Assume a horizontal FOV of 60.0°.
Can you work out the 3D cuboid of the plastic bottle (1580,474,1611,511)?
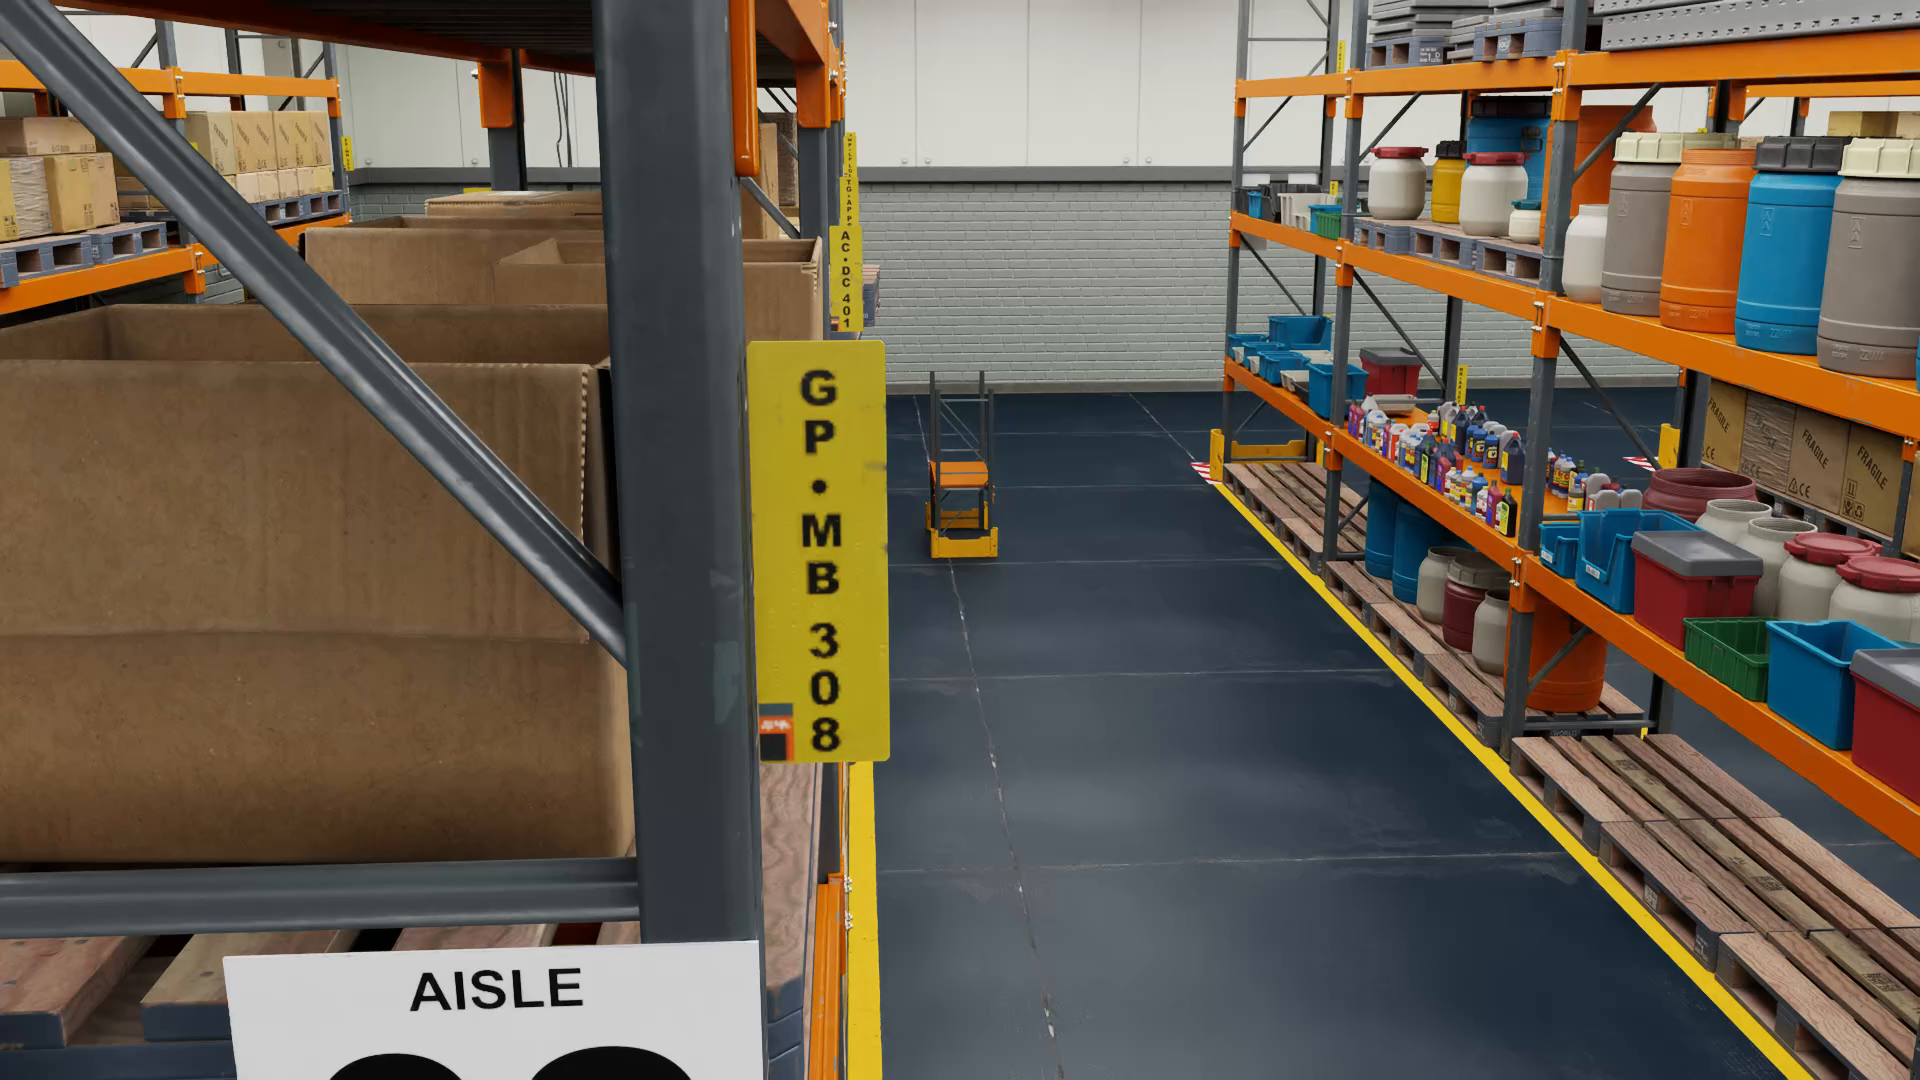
[{"bbox_3d":[4.057,-0.298,10.637,0.152,0.276,0.135,-1,14,-3],"label":"plastic bottle"}]

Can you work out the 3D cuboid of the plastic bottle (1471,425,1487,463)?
[{"bbox_3d":[3.828,-0.713,12.261,0.097,0.271,0.097,0,14,0],"label":"plastic bottle"}]

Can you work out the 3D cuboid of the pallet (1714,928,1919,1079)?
[{"bbox_3d":[3.950,2.020,6.974,1.003,0.211,1.213,-1,14,-3],"label":"pallet"}]

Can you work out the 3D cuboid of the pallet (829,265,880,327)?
[{"bbox_3d":[-1.023,-1.249,8.442,1.213,0.211,1.003,0,14,-1],"label":"pallet"}]

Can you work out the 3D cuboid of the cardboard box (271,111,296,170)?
[{"bbox_3d":[-6.215,-3.530,14.682,0.500,0.500,0.500,-2,15,-6],"label":"cardboard box"}]

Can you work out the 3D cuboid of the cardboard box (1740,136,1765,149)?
[{"bbox_3d":[8.323,-3.821,16.816,0.700,0.500,0.500,-2,15,-7],"label":"cardboard box"}]

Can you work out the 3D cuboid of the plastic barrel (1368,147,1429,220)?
[{"bbox_3d":[3.325,-2.712,12.636,0.433,0.535,0.433,0,14,0],"label":"plastic barrel"}]

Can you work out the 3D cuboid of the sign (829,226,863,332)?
[{"bbox_3d":[-0.352,-0.810,5.163,0.100,0.325,0.005,-1,14,-3],"label":"sign"}]

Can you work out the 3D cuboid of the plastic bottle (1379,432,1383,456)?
[{"bbox_3d":[3.205,-0.739,12.502,0.097,0.201,0.097,0,14,0],"label":"plastic bottle"}]

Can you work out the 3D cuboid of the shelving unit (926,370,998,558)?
[{"bbox_3d":[0.005,-0.707,14.989,0.587,1.500,1.083,-1,14,-3],"label":"shelving unit"}]

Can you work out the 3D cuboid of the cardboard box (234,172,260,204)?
[{"bbox_3d":[-6.143,-2.907,13.766,0.500,0.250,0.500,-1,14,-5],"label":"cardboard box"}]

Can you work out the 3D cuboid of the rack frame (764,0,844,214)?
[{"bbox_3d":[-1.402,-3.955,12.562,1.000,3.000,0.127,-1,14,-3],"label":"rack frame"}]

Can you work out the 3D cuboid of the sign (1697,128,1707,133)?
[{"bbox_3d":[7.683,-4.104,17.246,0.100,0.325,0.005,-1,14,-3],"label":"sign"}]

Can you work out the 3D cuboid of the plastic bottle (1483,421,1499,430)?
[{"bbox_3d":[3.943,-0.756,12.416,0.152,0.276,0.135,-1,14,-3],"label":"plastic bottle"}]

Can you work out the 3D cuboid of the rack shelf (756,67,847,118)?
[{"bbox_3d":[-1.278,-2.915,10.768,1.077,0.370,4.000,-1,14,-3],"label":"rack shelf"}]

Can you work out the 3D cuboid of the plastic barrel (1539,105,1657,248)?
[{"bbox_3d":[3.758,-2.136,9.806,0.600,0.830,0.708,-1,14,-3],"label":"plastic barrel"}]

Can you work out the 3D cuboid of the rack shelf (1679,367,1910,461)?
[{"bbox_3d":[8.362,-1.351,15.923,1.077,0.370,4.000,-1,14,-3],"label":"rack shelf"}]

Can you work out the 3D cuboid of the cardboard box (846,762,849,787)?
[{"bbox_3d":[-0.837,1.058,8.670,0.500,0.311,0.500,-1,14,-4],"label":"cardboard box"}]

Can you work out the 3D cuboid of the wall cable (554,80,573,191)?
[{"bbox_3d":[-6.587,-4.781,22.003,3.097,2.526,0.112,-1,14,-3],"label":"wall cable"}]

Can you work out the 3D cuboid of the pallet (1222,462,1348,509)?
[{"bbox_3d":[3.307,-0.564,17.017,1.003,0.211,1.213,-1,14,-3],"label":"pallet"}]

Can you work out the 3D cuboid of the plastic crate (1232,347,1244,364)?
[{"bbox_3d":[2.918,-1.874,16.921,0.250,0.136,0.298,-1,14,-3],"label":"plastic crate"}]

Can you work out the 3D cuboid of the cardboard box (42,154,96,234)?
[{"bbox_3d":[-6.302,-2.328,11.176,0.700,0.500,0.500,-1,14,-4],"label":"cardboard box"}]

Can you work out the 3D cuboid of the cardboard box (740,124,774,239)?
[{"bbox_3d":[-0.905,-1.161,5.674,0.500,0.500,0.500,-1,14,-3],"label":"cardboard box"}]

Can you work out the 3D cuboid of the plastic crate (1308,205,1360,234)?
[{"bbox_3d":[3.167,-2.718,14.111,0.416,0.233,0.300,-1,14,-3],"label":"plastic crate"}]

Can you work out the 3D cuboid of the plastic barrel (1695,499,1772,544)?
[{"bbox_3d":[4.067,0.068,8.741,0.421,0.512,0.421,0,14,0],"label":"plastic barrel"}]

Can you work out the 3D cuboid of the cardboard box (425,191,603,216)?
[{"bbox_3d":[-1.138,-0.703,4.618,0.500,0.500,0.500,0,14,1],"label":"cardboard box"}]

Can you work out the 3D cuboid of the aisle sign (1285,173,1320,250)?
[{"bbox_3d":[3.582,-3.401,17.232,0.394,0.787,0.004,-1,14,-3],"label":"aisle sign"}]

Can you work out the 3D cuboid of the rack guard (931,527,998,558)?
[{"bbox_3d":[0.036,0.022,14.664,0.587,0.250,0.087,-1,14,-3],"label":"rack guard"}]

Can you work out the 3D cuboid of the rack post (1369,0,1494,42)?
[{"bbox_3d":[3.563,-3.784,12.049,0.937,0.300,0.954,-1,14,-4],"label":"rack post"}]

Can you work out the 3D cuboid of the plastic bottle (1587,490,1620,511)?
[{"bbox_3d":[3.934,-0.180,10.180,0.152,0.276,0.135,-1,14,-3],"label":"plastic bottle"}]

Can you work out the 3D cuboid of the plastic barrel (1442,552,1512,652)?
[{"bbox_3d":[3.673,0.432,11.548,0.600,0.588,0.708,-1,14,-3],"label":"plastic barrel"}]

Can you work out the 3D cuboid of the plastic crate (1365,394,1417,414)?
[{"bbox_3d":[3.656,-1.144,14.087,0.396,0.136,0.243,-1,14,-3],"label":"plastic crate"}]

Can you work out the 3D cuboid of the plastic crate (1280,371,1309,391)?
[{"bbox_3d":[3.134,-1.455,15.293,0.293,0.136,0.466,-1,14,-3],"label":"plastic crate"}]

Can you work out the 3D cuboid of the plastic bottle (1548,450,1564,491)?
[{"bbox_3d":[4.060,-0.474,11.308,0.061,0.283,0.133,-1,14,-3],"label":"plastic bottle"}]

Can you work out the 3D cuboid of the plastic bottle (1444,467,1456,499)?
[{"bbox_3d":[3.294,-0.384,11.121,0.097,0.201,0.097,0,14,0],"label":"plastic bottle"}]

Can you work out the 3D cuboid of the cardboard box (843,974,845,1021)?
[{"bbox_3d":[-0.683,1.690,6.211,0.500,0.311,0.500,-1,14,-3],"label":"cardboard box"}]

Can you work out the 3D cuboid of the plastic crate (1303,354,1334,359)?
[{"bbox_3d":[3.529,-1.749,16.436,0.396,0.136,0.243,-1,14,-3],"label":"plastic crate"}]

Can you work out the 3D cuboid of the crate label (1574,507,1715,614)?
[{"bbox_3d":[3.582,0.104,8.755,0.502,0.435,0.616,-1,14,-3],"label":"crate label"}]

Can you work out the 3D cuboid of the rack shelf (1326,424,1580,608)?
[{"bbox_3d":[3.666,-0.279,11.759,1.077,0.370,4.000,-1,14,-3],"label":"rack shelf"}]

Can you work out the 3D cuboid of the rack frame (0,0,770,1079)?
[{"bbox_3d":[-0.658,-0.970,0.963,1.000,3.000,0.127,-1,14,-3],"label":"rack frame"}]

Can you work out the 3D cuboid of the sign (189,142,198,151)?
[{"bbox_3d":[-5.805,-2.838,12.573,0.100,0.325,0.005,-1,14,-3],"label":"sign"}]

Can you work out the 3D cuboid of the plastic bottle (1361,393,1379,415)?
[{"bbox_3d":[3.243,-0.999,13.210,0.144,0.351,0.185,-1,14,-3],"label":"plastic bottle"}]

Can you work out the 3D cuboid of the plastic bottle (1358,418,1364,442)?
[{"bbox_3d":[3.173,-0.869,13.008,0.097,0.201,0.097,0,14,0],"label":"plastic bottle"}]

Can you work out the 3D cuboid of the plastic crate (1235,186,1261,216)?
[{"bbox_3d":[3.040,-3.409,16.723,0.497,0.269,0.590,-1,14,-3],"label":"plastic crate"}]

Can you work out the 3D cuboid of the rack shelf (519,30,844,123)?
[{"bbox_3d":[-1.030,-1.921,6.902,1.077,0.370,4.000,-1,14,-3],"label":"rack shelf"}]

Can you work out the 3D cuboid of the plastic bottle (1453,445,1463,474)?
[{"bbox_3d":[3.401,-0.500,11.408,0.061,0.283,0.133,-1,14,-3],"label":"plastic bottle"}]

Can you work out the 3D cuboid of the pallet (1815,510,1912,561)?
[{"bbox_3d":[8.517,-0.041,14.987,1.003,0.211,1.213,-1,14,-3],"label":"pallet"}]

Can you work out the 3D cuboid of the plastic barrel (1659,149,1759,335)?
[{"bbox_3d":[3.665,-1.421,7.870,0.600,0.830,0.708,-1,14,-3],"label":"plastic barrel"}]

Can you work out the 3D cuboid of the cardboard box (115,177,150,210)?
[{"bbox_3d":[-6.622,-2.771,13.236,0.500,0.250,0.500,-1,14,-3],"label":"cardboard box"}]

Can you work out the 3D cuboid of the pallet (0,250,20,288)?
[{"bbox_3d":[-6.191,-1.498,9.411,1.213,0.211,1.003,0,14,-1],"label":"pallet"}]

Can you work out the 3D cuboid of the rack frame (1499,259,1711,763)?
[{"bbox_3d":[3.790,-0.130,9.736,1.000,3.000,0.127,-1,14,-3],"label":"rack frame"}]

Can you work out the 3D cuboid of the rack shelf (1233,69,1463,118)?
[{"bbox_3d":[3.418,-3.986,14.928,1.077,0.370,4.000,-1,14,-3],"label":"rack shelf"}]

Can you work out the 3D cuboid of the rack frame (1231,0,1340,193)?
[{"bbox_3d":[3.294,-5.025,16.722,1.000,3.000,0.127,-1,14,-3],"label":"rack frame"}]

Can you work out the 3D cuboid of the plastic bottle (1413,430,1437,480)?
[{"bbox_3d":[3.280,-0.604,11.677,0.144,0.351,0.185,-1,14,-3],"label":"plastic bottle"}]

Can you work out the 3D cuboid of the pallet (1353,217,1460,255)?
[{"bbox_3d":[3.688,-2.293,12.501,1.213,0.211,1.003,-1,14,-3],"label":"pallet"}]

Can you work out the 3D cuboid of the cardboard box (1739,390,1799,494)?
[{"bbox_3d":[8.414,-0.986,16.485,0.875,0.875,0.875,-1,14,-3],"label":"cardboard box"}]

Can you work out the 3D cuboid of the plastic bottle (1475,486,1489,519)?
[{"bbox_3d":[3.330,-0.239,10.556,0.097,0.201,0.097,0,14,0],"label":"plastic bottle"}]
